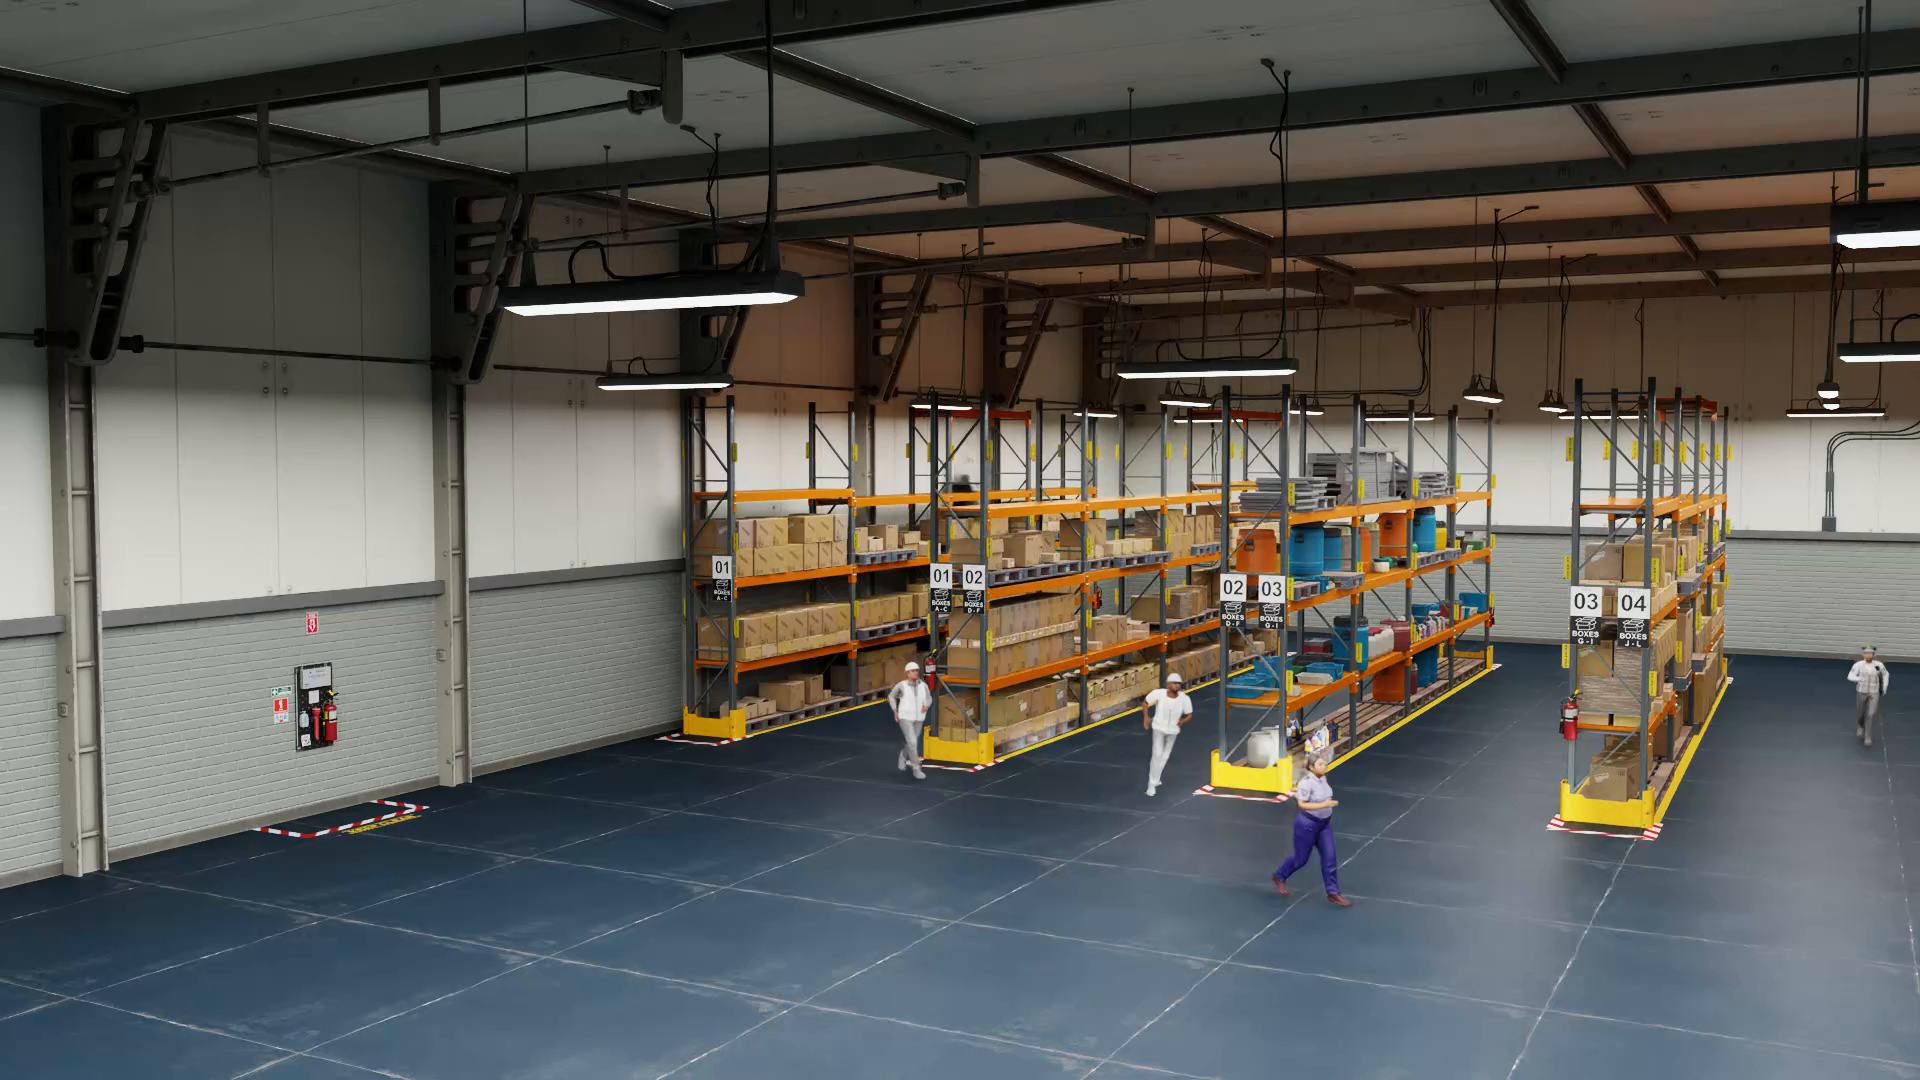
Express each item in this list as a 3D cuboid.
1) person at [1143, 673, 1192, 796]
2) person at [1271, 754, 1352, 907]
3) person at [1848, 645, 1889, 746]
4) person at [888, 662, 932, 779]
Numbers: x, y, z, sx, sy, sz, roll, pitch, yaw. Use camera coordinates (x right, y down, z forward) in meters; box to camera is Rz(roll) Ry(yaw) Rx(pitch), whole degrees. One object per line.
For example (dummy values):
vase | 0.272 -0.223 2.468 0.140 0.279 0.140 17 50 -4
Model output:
person | 3.054 2.851 24.571 0.733 1.800 0.785 0 3 -8
person | 3.892 3.174 18.394 0.611 1.631 0.946 -3 4 -41
person | 15.583 2.631 28.537 0.629 1.677 0.940 2 3 27
person | -0.718 2.747 25.616 0.652 1.734 0.969 -2 3 -28
